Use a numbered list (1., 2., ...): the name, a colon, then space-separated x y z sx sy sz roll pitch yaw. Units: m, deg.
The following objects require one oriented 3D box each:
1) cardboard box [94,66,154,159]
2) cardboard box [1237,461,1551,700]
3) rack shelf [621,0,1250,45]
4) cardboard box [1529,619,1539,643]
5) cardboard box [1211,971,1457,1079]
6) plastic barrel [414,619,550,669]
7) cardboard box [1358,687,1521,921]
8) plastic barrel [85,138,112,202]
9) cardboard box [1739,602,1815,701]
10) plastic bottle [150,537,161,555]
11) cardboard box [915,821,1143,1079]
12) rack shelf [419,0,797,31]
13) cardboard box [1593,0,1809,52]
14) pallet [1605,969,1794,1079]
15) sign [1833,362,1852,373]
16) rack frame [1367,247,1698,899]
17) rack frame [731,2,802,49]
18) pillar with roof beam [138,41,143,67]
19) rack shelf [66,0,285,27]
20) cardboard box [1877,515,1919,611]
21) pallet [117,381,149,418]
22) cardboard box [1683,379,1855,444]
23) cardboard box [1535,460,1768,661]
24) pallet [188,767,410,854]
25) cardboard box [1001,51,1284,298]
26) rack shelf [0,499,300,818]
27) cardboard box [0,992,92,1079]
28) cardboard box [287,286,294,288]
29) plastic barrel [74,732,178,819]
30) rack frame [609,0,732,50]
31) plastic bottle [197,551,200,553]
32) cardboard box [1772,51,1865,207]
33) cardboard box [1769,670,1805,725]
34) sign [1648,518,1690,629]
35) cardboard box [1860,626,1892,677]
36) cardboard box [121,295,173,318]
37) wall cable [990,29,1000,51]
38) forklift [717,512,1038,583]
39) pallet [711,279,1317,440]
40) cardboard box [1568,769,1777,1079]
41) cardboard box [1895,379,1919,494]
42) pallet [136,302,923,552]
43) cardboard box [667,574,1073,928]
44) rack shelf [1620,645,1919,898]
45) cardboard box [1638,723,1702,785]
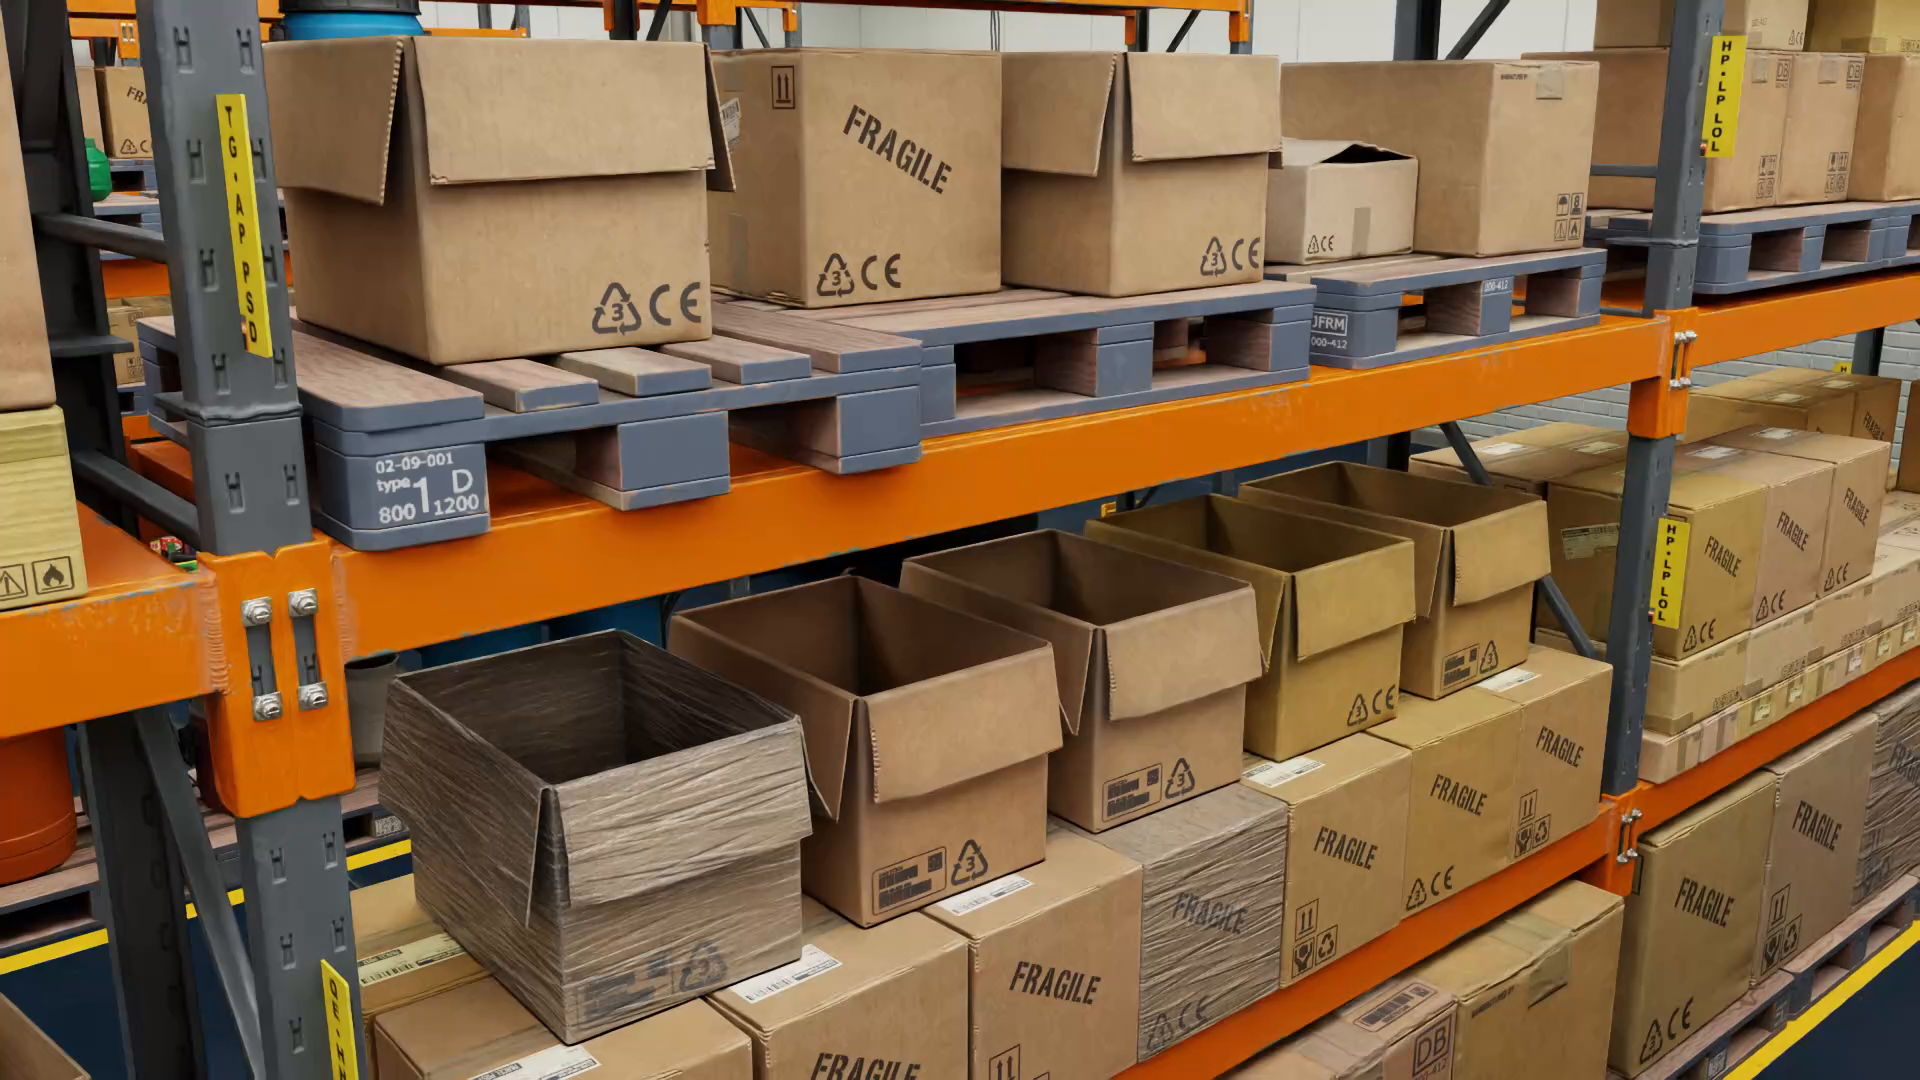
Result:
1. cardboard box: -5.665 -2.972 11.550 0.600 0.600 0.600 -13 20 -40
2. cardboard box: 1.276 0.094 4.948 0.637 0.503 0.797 -13 20 -41
3. rack shelf: 0.010 -3.143 9.750 4.000 0.370 1.077 -13 19 -39
4. cardboard box: 1.913 0.320 5.953 0.500 0.250 0.500 -13 20 -40
5. cardboard box: 0.609 1.605 4.733 0.875 0.875 1.225 -14 20 -41
6. plastic barrel: -2.455 0.573 8.546 0.708 0.901 0.600 -13 19 -39
7. cardboard box: 1.201 0.684 4.684 0.500 0.500 0.500 -12 19 -38
8. plastic barrel: -3.566 -1.481 6.657 0.294 0.245 0.294 0 15 0
9. cardboard box: 2.657 0.334 5.901 0.500 0.250 0.500 -13 20 -40
10. plastic bottle: -3.778 0.021 7.744 0.097 0.201 0.097 0 15 0
11. cardboard box: 0.052 0.942 3.718 0.500 0.500 0.500 -13 20 -40
12. rack shelf: -3.239 -4.300 13.311 4.000 0.370 1.077 -13 19 -39
13. cardboard box: 2.466 -1.752 5.529 0.500 0.250 0.500 -14 21 -43
14. pallet: 2.377 1.751 6.286 1.213 0.211 1.003 -13 19 -39
15. sign: 4.410 -0.726 8.324 0.005 0.325 0.100 -13 19 -39
16. rack frame: 1.752 0.517 5.501 0.127 3.000 1.000 -13 19 -39
17. rack frame: -1.730 -4.988 14.486 0.127 3.000 1.000 -13 19 -39
18. pillar with roof beam: -5.216 -4.723 13.494 0.400 9.000 9.100 -13 19 -39
19. rack shelf: -6.257 -3.431 10.825 4.000 0.370 1.077 -13 19 -39
20. cardboard box: 3.812 0.074 6.874 0.500 0.250 0.500 -14 20 -41
21. pallet: -6.301 -0.972 11.448 1.213 0.211 1.003 -13 19 -39
22. cardboard box: 3.466 -0.392 7.164 0.500 0.500 0.500 -13 20 -41
23. cardboard box: 2.281 0.052 5.503 0.500 0.500 0.500 -13 19 -39
24. pallet: -3.029 1.231 8.234 1.213 0.211 1.003 -13 19 -39
25. cardboard box: 0.262 -0.857 3.821 0.637 0.503 0.797 -13 20 -40
26. rack shelf: -2.774 0.432 1.402 4.000 0.370 1.077 -13 19 -39
27. cardboard box: -1.646 1.043 2.526 0.500 0.500 0.500 13 20 40
28. cardboard box: -7.028 -2.732 17.084 0.700 0.700 0.980 -13 20 -41
29. plastic barrel: -3.791 1.030 7.587 0.421 0.512 0.421 0 15 0
30. rack frame: -1.499 -3.345 8.337 0.127 3.000 1.000 -13 19 -39
31. plastic bottle: -3.249 0.128 7.208 0.097 0.271 0.097 0 15 0
32. cardboard box: 2.712 -1.466 5.912 0.500 0.500 0.700 -11 19 -37
33. cardboard box: 2.787 0.519 5.981 0.250 0.149 0.380 -13 20 -41
34. sign: 2.116 0.100 4.973 0.005 0.325 0.100 -13 19 -39
35. cardboard box: 3.369 0.389 6.468 0.250 0.149 0.380 -13 20 -41
36. cardboard box: -5.729 -1.498 12.037 0.500 0.500 0.700 -9 17 -31
37. wall cable: -0.484 -5.340 21.821 0.112 2.526 3.097 -13 19 -39
38. forklift: -0.859 -1.213 12.111 3.031 2.935 1.130 -12 19 -37
39. pallet: 0.027 -0.473 3.760 1.213 0.211 1.003 -12 19 -37
40. cardboard box: 2.303 1.245 6.081 0.875 0.875 0.875 -13 19 -39
41. cardboard box: 4.575 -0.460 7.422 0.500 0.500 0.500 -12 19 -39
42. pallet: -0.814 -0.283 3.049 1.003 0.211 1.213 -12 19 -37
43. cardboard box: -0.210 0.431 3.685 0.637 0.503 0.797 -12 19 -38
44. rack shelf: 3.261 0.526 6.862 4.000 0.370 1.077 -13 19 -39
45. cardboard box: 2.194 0.653 5.479 0.250 0.149 0.380 -13 19 -39
